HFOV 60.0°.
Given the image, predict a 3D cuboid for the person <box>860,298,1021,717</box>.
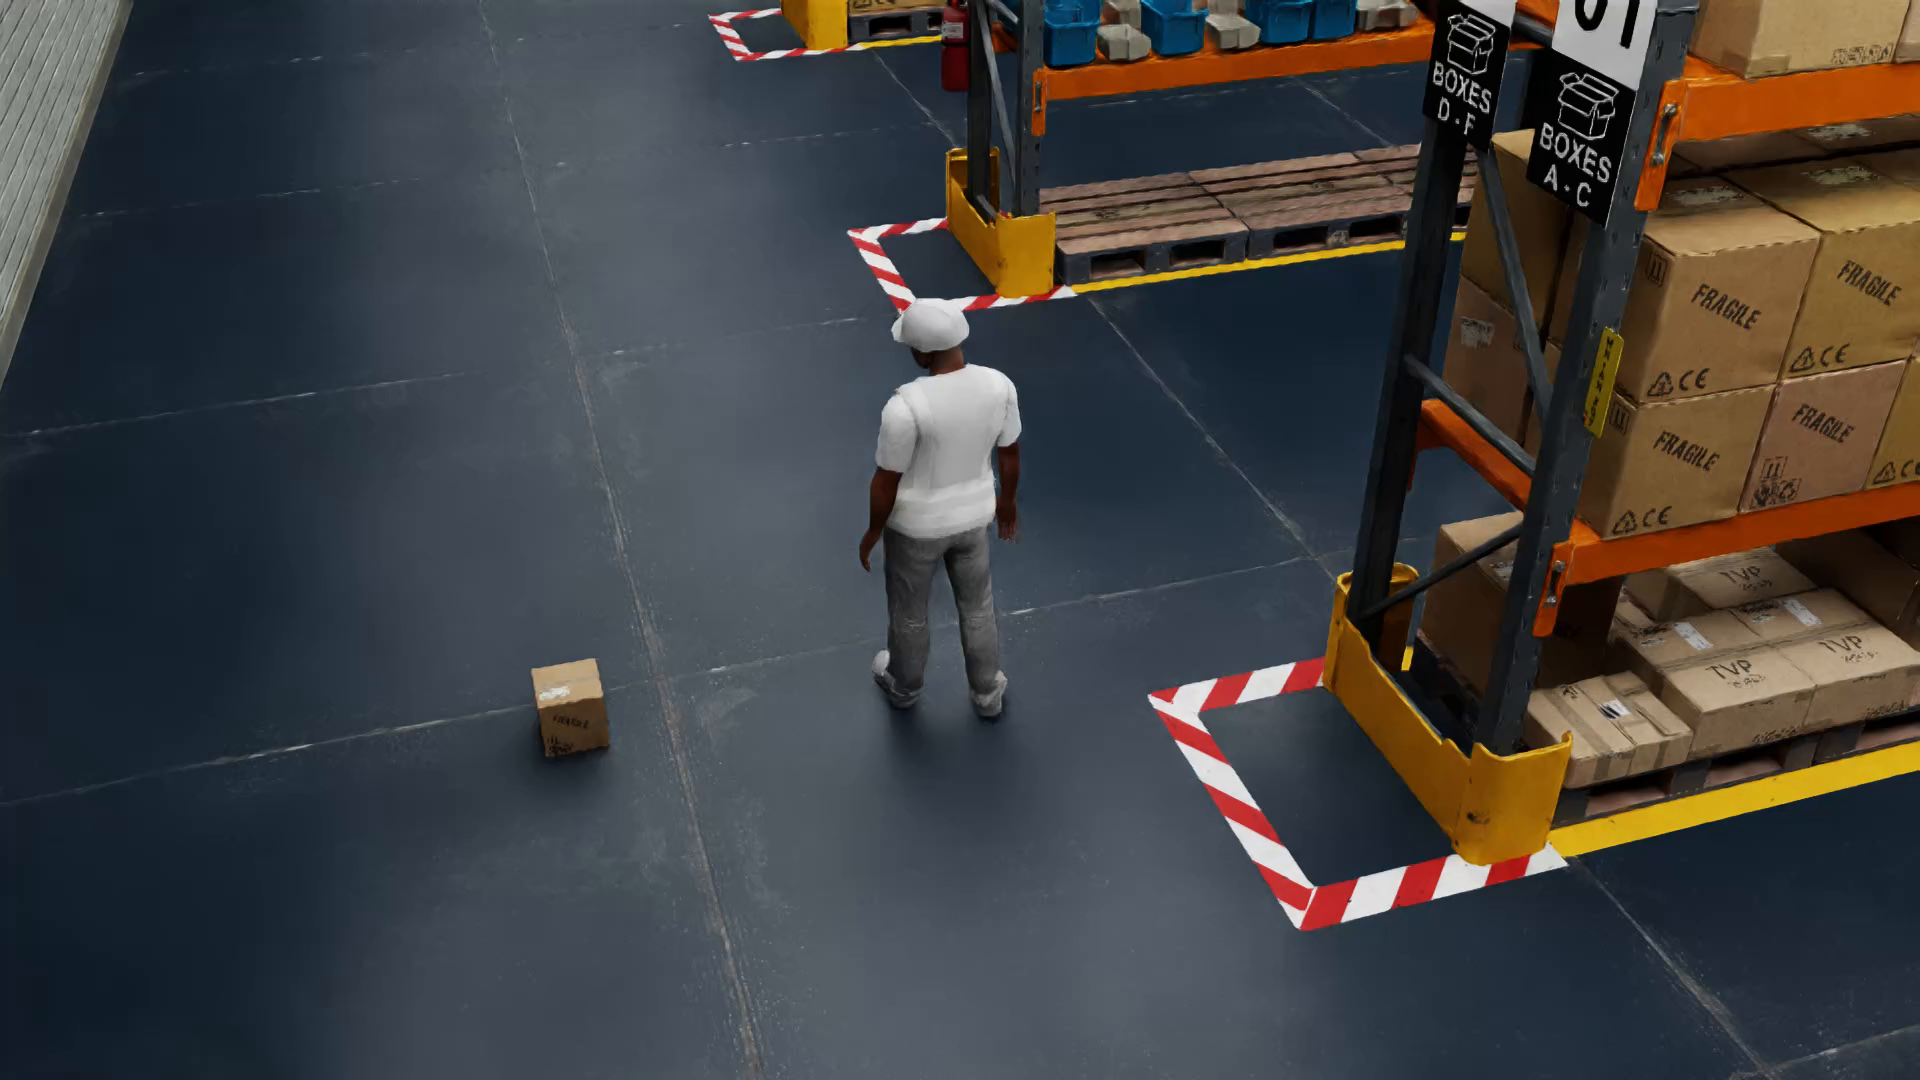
[{"bbox_3d":[-0.099,-0.118,6.244,0.647,1.765,0.530,-17,37,-24],"label":"person"}]
